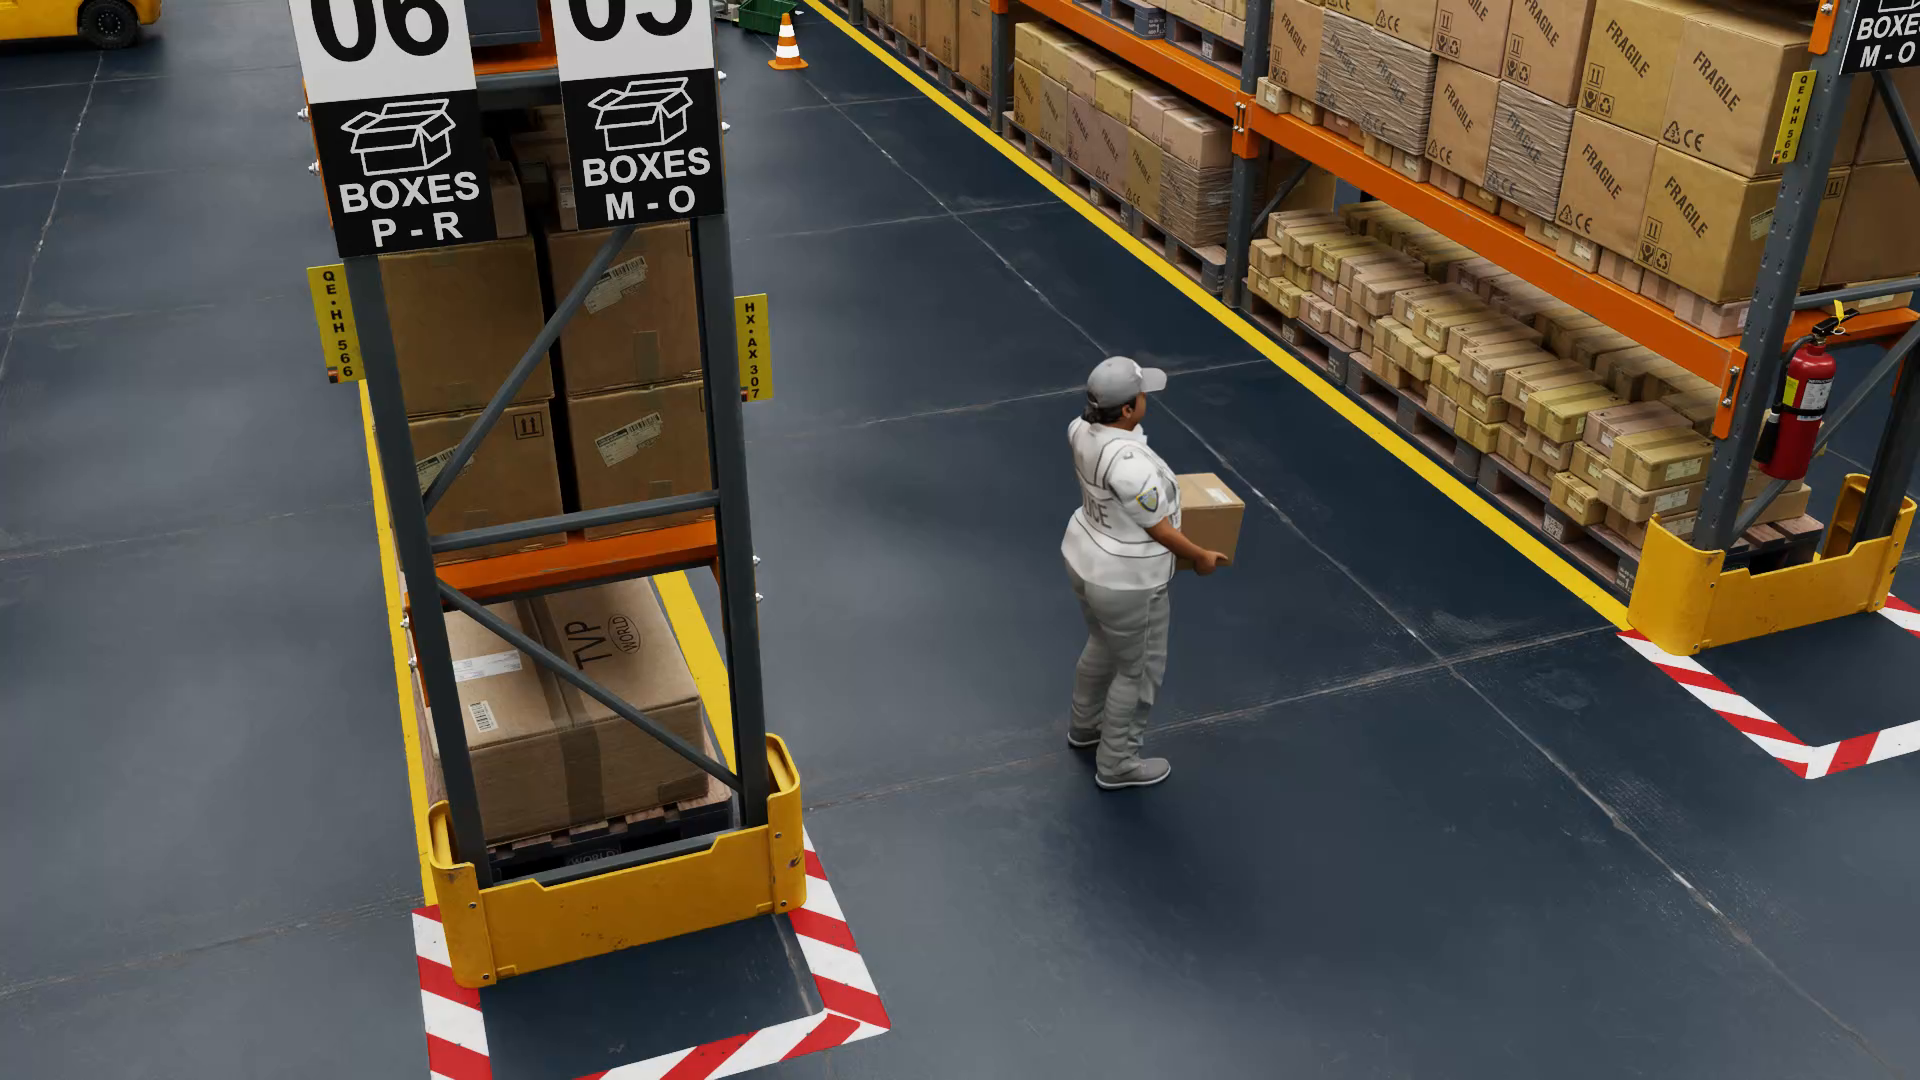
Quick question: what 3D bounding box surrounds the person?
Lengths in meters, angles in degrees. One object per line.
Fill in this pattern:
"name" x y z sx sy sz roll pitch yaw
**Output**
"person" 0.646 0.103 5.960 0.541 1.656 0.455 -10 31 -17
